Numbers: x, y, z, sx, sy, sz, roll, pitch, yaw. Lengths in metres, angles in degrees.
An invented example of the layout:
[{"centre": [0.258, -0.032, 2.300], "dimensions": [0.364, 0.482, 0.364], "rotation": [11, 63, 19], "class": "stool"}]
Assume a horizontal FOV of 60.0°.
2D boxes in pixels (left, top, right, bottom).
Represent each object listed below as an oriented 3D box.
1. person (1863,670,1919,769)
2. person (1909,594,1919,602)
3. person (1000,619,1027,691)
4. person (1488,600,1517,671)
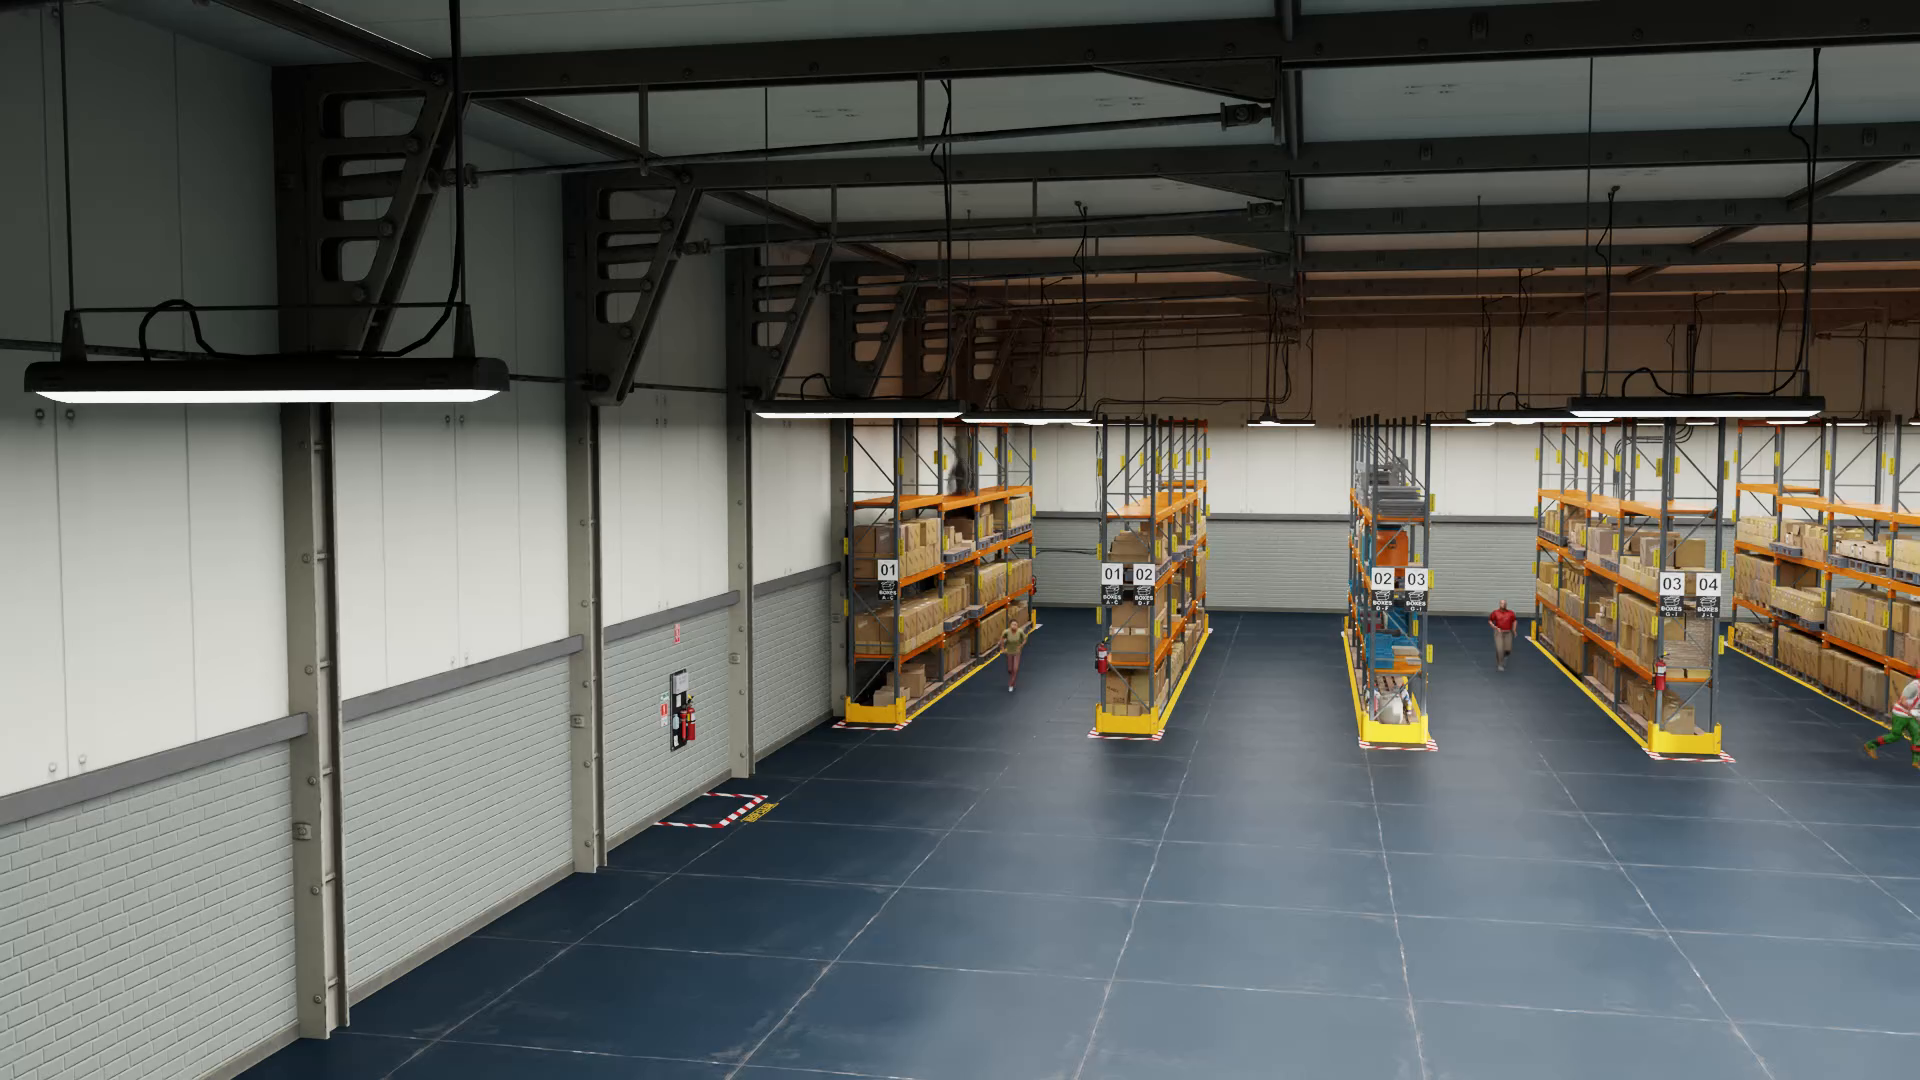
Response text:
[{"centre": [15.919, 3.008, 28.194], "dimensions": [1.050, 1.729, 0.691], "rotation": [3, 5, 39], "class": "person"}, {"centre": [26.161, 1.877, 45.490], "dimensions": [0.661, 1.619, 0.586], "rotation": [-1, 4, -11], "class": "person"}, {"centre": [1.175, 2.512, 36.553], "dimensions": [0.573, 1.602, 0.705], "rotation": [0, 4, -3], "class": "person"}, {"centre": [12.904, 2.261, 39.508], "dimensions": [0.664, 1.685, 0.573], "rotation": [1, 4, 9], "class": "person"}]
